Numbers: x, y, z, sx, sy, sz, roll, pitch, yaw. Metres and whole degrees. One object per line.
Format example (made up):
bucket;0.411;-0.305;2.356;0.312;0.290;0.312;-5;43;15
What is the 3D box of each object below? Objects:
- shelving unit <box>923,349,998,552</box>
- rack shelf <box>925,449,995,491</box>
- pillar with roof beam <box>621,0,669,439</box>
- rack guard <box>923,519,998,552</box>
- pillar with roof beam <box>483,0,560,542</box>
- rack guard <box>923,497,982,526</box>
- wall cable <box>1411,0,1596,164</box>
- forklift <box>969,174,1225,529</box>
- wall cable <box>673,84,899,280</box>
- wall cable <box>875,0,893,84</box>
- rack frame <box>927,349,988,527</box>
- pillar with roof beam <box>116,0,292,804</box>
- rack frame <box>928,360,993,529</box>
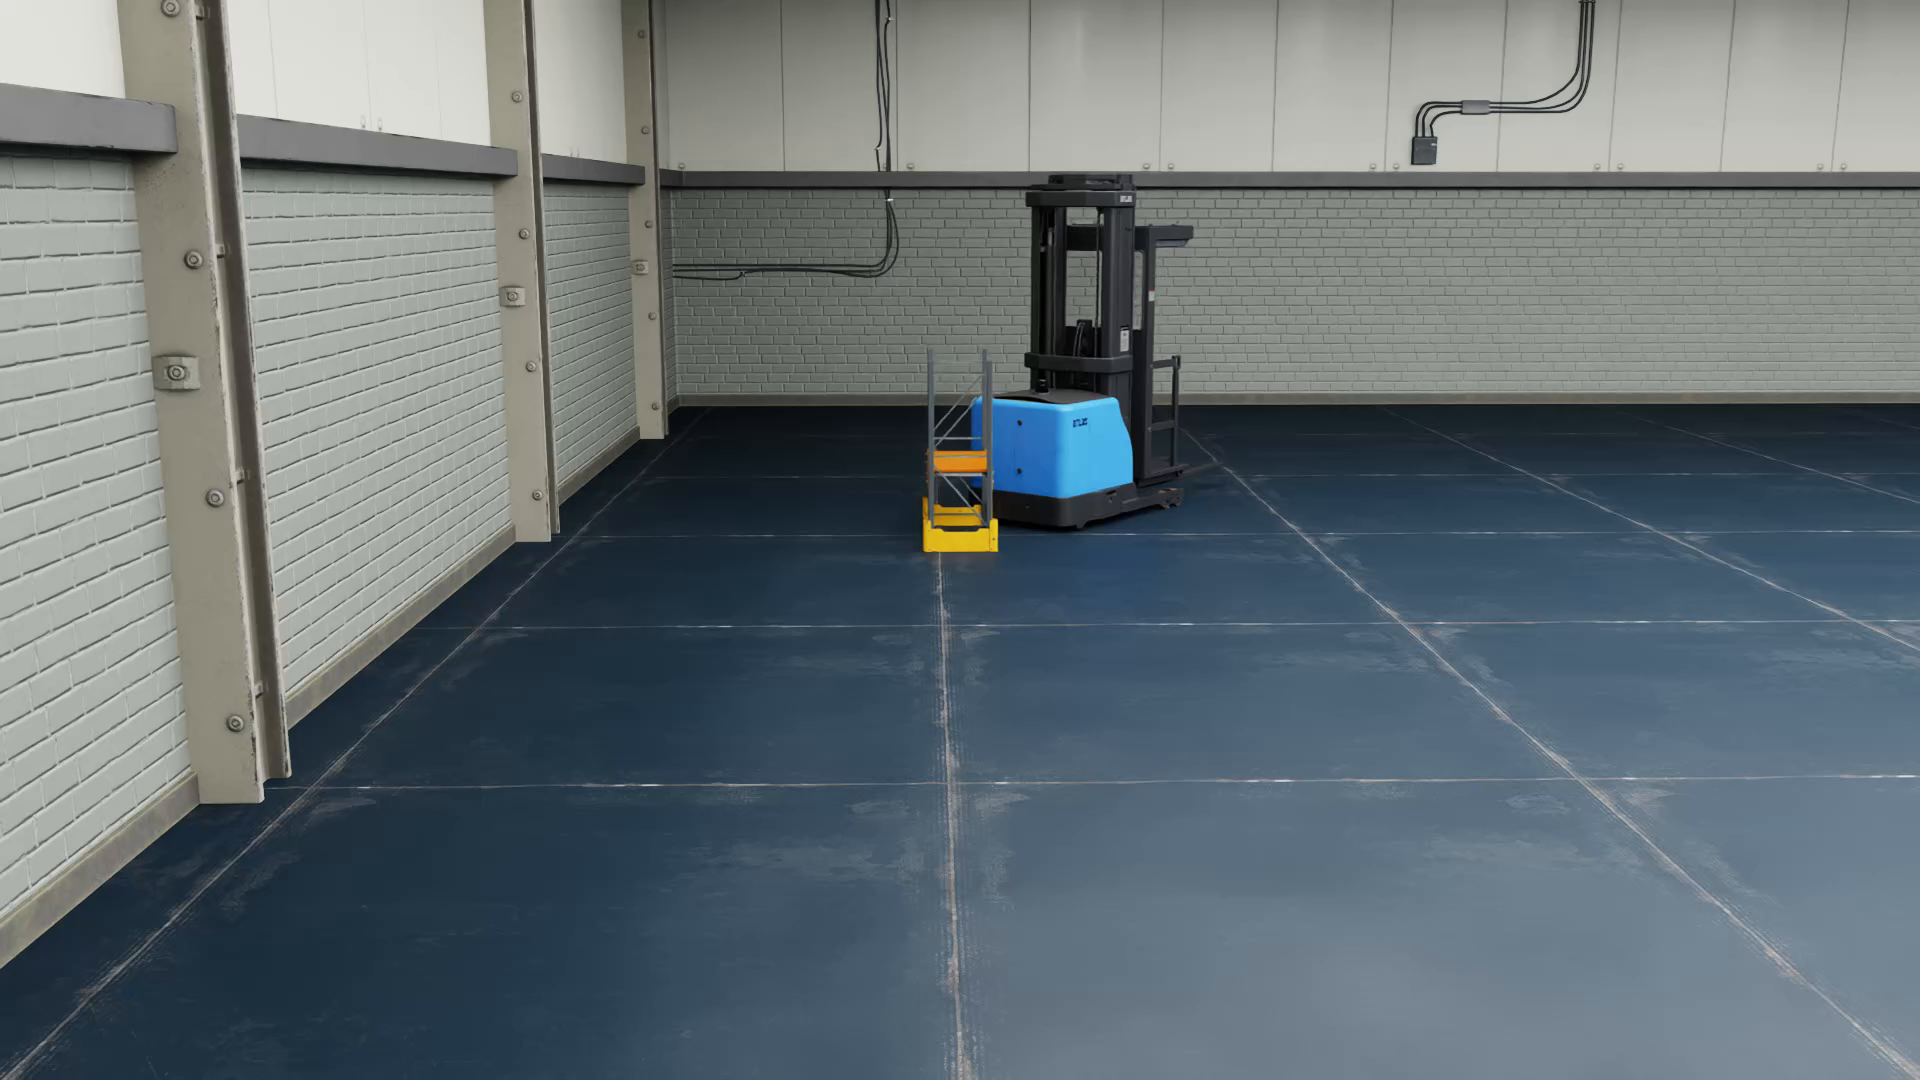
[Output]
shelving unit;-0.010;-0.748;13.472;0.587;1.500;1.083;0;11;-1
rack shelf;-0.010;-0.574;13.517;0.538;0.185;1.000;0;11;-1
pillar with roof beam;0.690;-5.647;18.761;9.100;9.000;0.400;0;11;-1
rack guard;0.001;-0.037;13.109;0.587;0.250;0.087;0;11;-1
pillar with roof beam;0.814;-4.454;12.882;9.100;9.000;0.400;0;11;-1
rack guard;-0.023;-0.235;14.085;0.587;0.250;0.087;0;11;-1
wall cable;7.139;-7.923;21.425;2.305;6.003;0.169;0;11;-1
forklift;1.377;-1.768;14.904;1.130;2.935;3.031;9;14;37
wall cable;-2.353;-4.699;21.895;3.097;2.526;0.112;0;11;-1
wall cable;0.352;-7.185;21.448;3.097;2.526;0.112;0;11;-1
rack frame;-0.023;-0.851;13.979;0.500;1.500;0.032;0;11;-1
pillar with roof beam;0.938;-3.262;7.003;9.100;9.000;0.400;0;11;-1
rack frame;0.003;-0.649;12.983;0.500;1.500;0.032;0;11;-1
